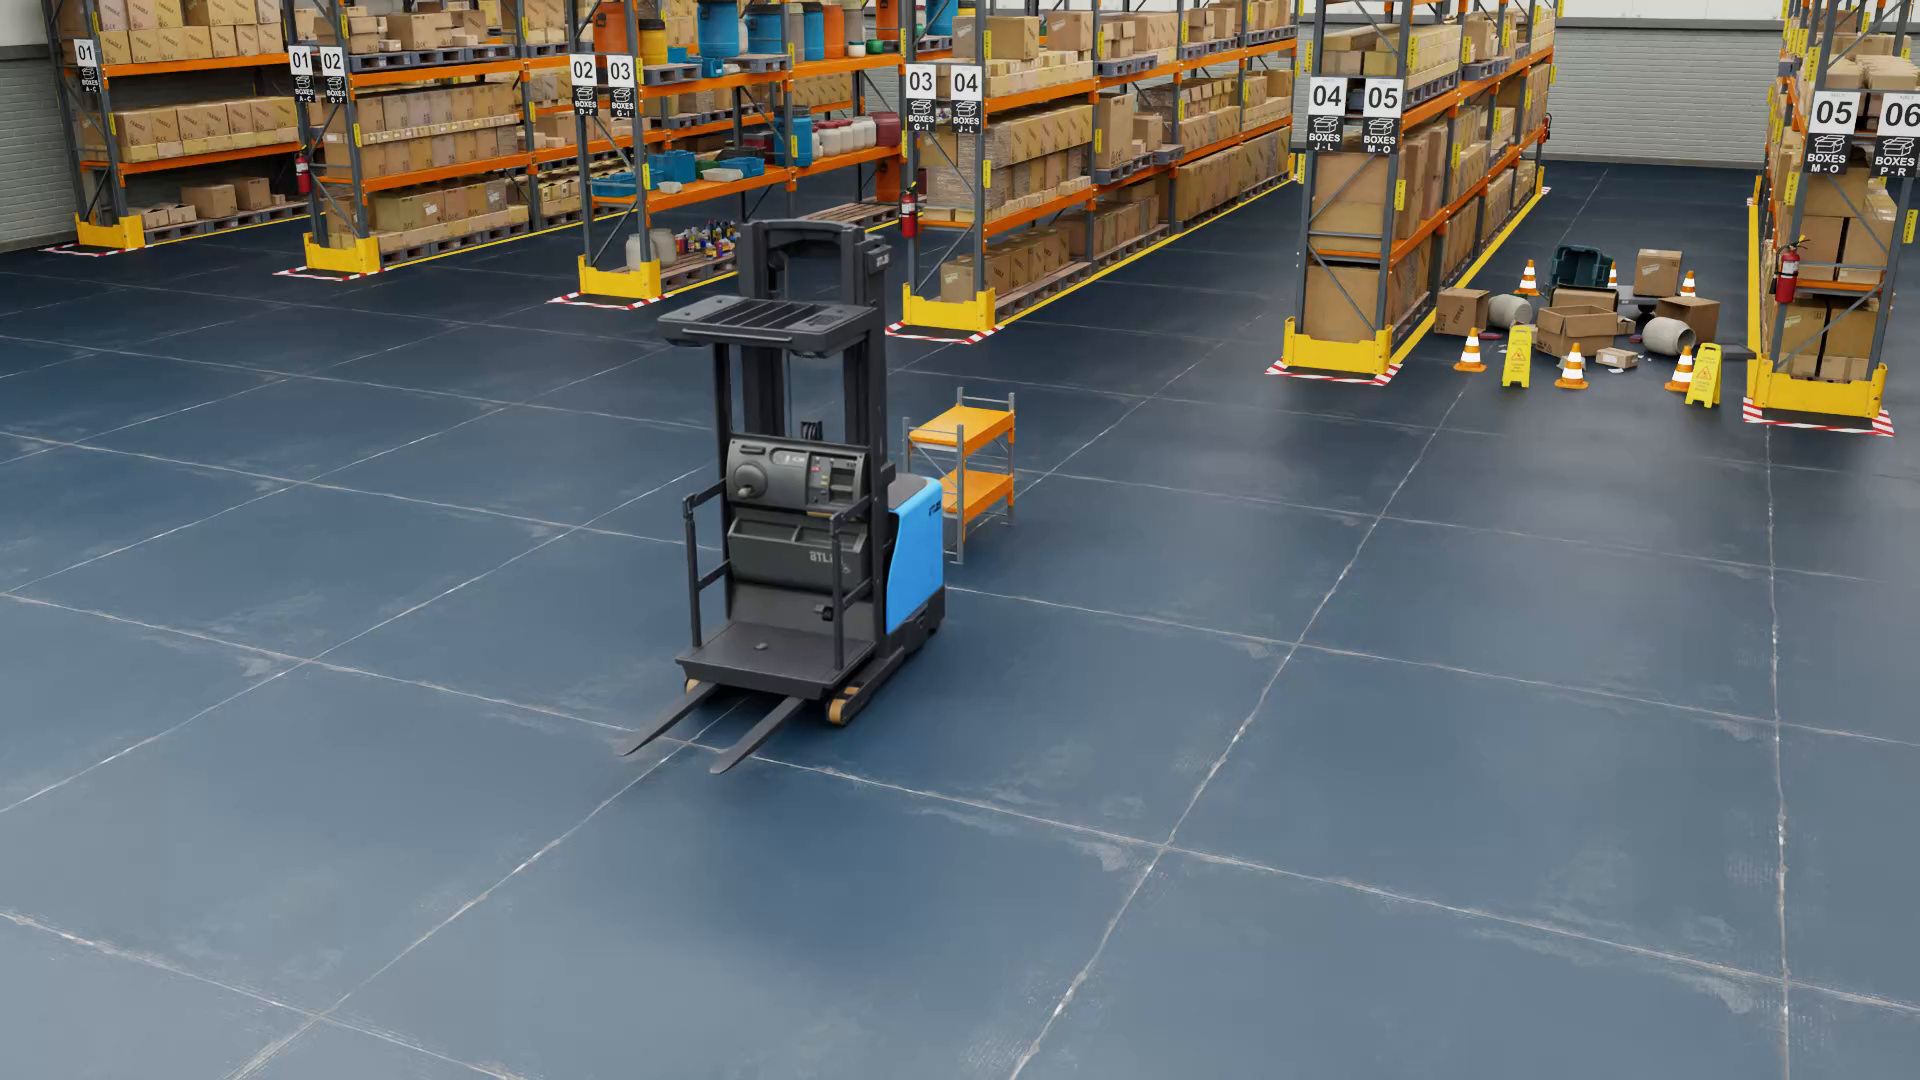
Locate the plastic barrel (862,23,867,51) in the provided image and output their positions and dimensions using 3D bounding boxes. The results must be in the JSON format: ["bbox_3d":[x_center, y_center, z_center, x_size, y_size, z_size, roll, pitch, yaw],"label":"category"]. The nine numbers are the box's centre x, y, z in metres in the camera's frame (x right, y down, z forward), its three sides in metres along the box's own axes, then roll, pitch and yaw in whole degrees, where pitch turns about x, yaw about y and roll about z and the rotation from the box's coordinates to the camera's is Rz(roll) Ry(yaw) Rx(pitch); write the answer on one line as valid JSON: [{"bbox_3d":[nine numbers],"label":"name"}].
[{"bbox_3d":[-1.823,-8.659,28.696,0.421,0.512,0.421,0,20,0],"label":"plastic barrel"}]

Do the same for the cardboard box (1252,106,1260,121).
[{"bbox_3d":[5.380,-8.117,31.597,0.500,0.250,0.500,8,21,22],"label":"cardboard box"}]

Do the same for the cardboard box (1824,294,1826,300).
[{"bbox_3d":[9.882,-2.545,18.506,0.500,0.500,0.500,9,21,24],"label":"cardboard box"}]

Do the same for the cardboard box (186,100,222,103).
[{"bbox_3d":[-12.900,-7.250,28.453,0.500,0.500,0.500,9,22,24],"label":"cardboard box"}]

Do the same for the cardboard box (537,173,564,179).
[{"bbox_3d":[-7.253,-6.345,29.475,0.500,0.311,0.500,8,21,23],"label":"cardboard box"}]

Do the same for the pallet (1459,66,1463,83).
[{"bbox_3d":[6.279,-6.242,22.352,0.805,0.209,1.217,8,21,21],"label":"pallet"}]

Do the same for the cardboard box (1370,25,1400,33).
[{"bbox_3d":[5.282,-6.327,20.716,0.380,0.149,0.250,8,21,22],"label":"cardboard box"}]

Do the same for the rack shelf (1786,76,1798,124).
[{"bbox_3d":[11.325,-5.669,21.530,1.077,0.370,4.000,9,21,23],"label":"rack shelf"}]

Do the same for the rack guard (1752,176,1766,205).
[{"bbox_3d":[15.429,-6.481,30.947,1.175,0.500,0.348,9,21,23],"label":"rack guard"}]

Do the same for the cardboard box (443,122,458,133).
[{"bbox_3d":[-8.115,-6.474,26.080,0.380,0.149,0.250,9,22,24],"label":"cardboard box"}]

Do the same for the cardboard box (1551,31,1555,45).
[{"bbox_3d":[10.917,-9.467,31.360,0.500,0.250,0.500,8,21,22],"label":"cardboard box"}]

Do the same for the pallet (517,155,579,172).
[{"bbox_3d":[-9.064,-8.268,36.401,1.003,0.211,1.213,9,21,23],"label":"pallet"}]

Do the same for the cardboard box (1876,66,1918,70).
[{"bbox_3d":[9.813,-4.883,17.431,0.380,0.149,0.250,9,22,24],"label":"cardboard box"}]

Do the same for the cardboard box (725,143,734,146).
[{"bbox_3d":[-4.924,-7.900,34.279,0.500,0.500,0.500,9,21,23],"label":"cardboard box"}]

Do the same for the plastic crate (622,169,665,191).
[{"bbox_3d":[-4.489,-5.122,23.616,0.499,0.251,0.408,9,21,23],"label":"plastic crate"}]

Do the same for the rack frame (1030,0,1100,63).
[{"bbox_3d":[1.465,-8.170,23.011,1.000,3.000,0.127,9,21,23],"label":"rack frame"}]

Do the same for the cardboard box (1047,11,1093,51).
[{"bbox_3d":[1.513,-7.007,22.878,0.500,0.500,0.500,8,21,21],"label":"cardboard box"}]

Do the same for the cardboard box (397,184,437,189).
[{"bbox_3d":[-8.659,-5.402,26.538,0.500,0.500,0.500,9,21,23],"label":"cardboard box"}]

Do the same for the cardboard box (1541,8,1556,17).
[{"bbox_3d":[10.994,-9.924,31.304,0.380,0.149,0.250,8,21,22],"label":"cardboard box"}]

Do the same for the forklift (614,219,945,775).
[{"bbox_3d":[-1.105,-0.394,10.201,1.130,2.935,3.031,7,21,20],"label":"forklift"}]

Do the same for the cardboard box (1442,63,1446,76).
[{"bbox_3d":[5.675,-5.706,20.159,0.380,0.149,0.250,9,21,24],"label":"cardboard box"}]

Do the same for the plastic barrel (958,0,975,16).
[{"bbox_3d":[0.033,-9.861,31.337,0.600,0.588,0.600,0,20,0],"label":"plastic barrel"}]

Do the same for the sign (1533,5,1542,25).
[{"bbox_3d":[9.732,-8.845,28.026,0.100,0.325,0.005,9,21,23],"label":"sign"}]

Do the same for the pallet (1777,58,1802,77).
[{"bbox_3d":[12.359,-6.735,23.734,1.213,0.211,1.003,10,22,25],"label":"pallet"}]

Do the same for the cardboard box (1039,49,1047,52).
[{"bbox_3d":[1.003,-6.726,23.057,0.380,0.149,0.250,7,21,20],"label":"cardboard box"}]

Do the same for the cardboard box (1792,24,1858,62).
[{"bbox_3d":[12.160,-7.002,23.423,0.797,0.503,0.637,7,21,19],"label":"cardboard box"}]

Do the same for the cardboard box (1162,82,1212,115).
[{"bbox_3d":[3.955,-7.712,29.030,0.797,0.503,0.637,9,22,24],"label":"cardboard box"}]

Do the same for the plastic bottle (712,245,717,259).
[{"bbox_3d":[-3.623,-4.232,24.412,0.097,0.201,0.097,0,20,0],"label":"plastic bottle"}]

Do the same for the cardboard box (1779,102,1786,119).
[{"bbox_3d":[12.742,-6.381,25.293,0.500,0.500,0.500,8,21,22],"label":"cardboard box"}]

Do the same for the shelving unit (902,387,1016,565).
[{"bbox_3d":[0.003,-0.532,13.286,0.538,1.125,1.048,9,21,23],"label":"shelving unit"}]

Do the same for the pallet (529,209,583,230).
[{"bbox_3d":[-7.305,-5.620,28.957,1.003,0.211,1.213,9,21,23],"label":"pallet"}]

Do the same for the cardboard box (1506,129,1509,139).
[{"bbox_3d":[9.032,-6.853,28.010,0.380,0.149,0.250,8,21,23],"label":"cardboard box"}]

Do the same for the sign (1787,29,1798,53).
[{"bbox_3d":[11.641,-6.979,23.250,0.100,0.325,0.005,9,21,23],"label":"sign"}]

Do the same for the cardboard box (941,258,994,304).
[{"bbox_3d":[0.098,-3.329,21.457,0.500,0.500,0.500,13,23,33],"label":"cardboard box"}]

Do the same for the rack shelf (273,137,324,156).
[{"bbox_3d":[-11.273,-7.655,31.589,1.077,0.370,4.000,9,21,23],"label":"rack shelf"}]

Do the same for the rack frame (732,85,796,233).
[{"bbox_3d":[-3.054,-6.023,25.927,1.000,3.000,0.127,9,21,23],"label":"rack frame"}]

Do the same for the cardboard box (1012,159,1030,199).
[{"bbox_3d":[0.416,-4.788,21.863,0.875,0.500,0.500,9,21,23],"label":"cardboard box"}]

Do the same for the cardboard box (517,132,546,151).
[{"bbox_3d":[-7.410,-6.789,28.307,0.500,0.250,0.500,10,22,26],"label":"cardboard box"}]

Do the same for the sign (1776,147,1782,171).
[{"bbox_3d":[9.998,-4.604,20.210,0.100,0.325,0.005,9,21,23],"label":"sign"}]

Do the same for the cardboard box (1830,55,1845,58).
[{"bbox_3d":[9.999,-5.519,19.219,0.380,0.149,0.250,9,22,24],"label":"cardboard box"}]

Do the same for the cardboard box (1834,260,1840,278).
[{"bbox_3d":[9.286,-2.797,17.232,0.380,0.149,0.250,9,21,24],"label":"cardboard box"}]

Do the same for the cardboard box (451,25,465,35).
[{"bbox_3d":[-8.240,-8.056,26.465,0.500,0.311,0.500,7,21,20],"label":"cardboard box"}]

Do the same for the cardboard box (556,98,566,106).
[{"bbox_3d":[-8.778,-9.496,36.039,0.380,0.149,0.250,9,21,24],"label":"cardboard box"}]

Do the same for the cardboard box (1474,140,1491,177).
[{"bbox_3d":[7.647,-5.727,24.947,0.500,0.500,0.500,9,21,23],"label":"cardboard box"}]

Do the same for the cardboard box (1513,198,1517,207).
[{"bbox_3d":[9.666,-5.999,29.489,0.380,0.149,0.250,8,21,20],"label":"cardboard box"}]

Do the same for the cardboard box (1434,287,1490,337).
[{"bbox_3d":[6.249,-2.840,20.704,0.500,0.500,0.500,13,23,32],"label":"cardboard box"}]

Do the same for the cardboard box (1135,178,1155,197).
[{"bbox_3d":[2.856,-5.740,27.087,0.500,0.250,0.500,10,22,25],"label":"cardboard box"}]

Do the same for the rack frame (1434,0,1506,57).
[{"bbox_3d":[7.586,-8.681,24.449,1.000,3.000,0.127,9,21,23],"label":"rack frame"}]

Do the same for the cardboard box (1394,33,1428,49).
[{"bbox_3d":[5.049,-5.615,18.713,0.380,0.149,0.250,9,21,23],"label":"cardboard box"}]

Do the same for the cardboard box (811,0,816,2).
[{"bbox_3d":[-3.532,-11.695,35.760,0.700,0.500,0.500,9,21,23],"label":"cardboard box"}]

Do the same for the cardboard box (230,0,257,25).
[{"bbox_3d":[-12.266,-8.963,28.047,0.500,0.500,0.500,10,22,26],"label":"cardboard box"}]

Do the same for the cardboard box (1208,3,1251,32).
[{"bbox_3d":[5.006,-9.742,30.982,0.700,0.500,0.500,7,21,20],"label":"cardboard box"}]

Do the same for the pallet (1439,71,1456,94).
[{"bbox_3d":[5.604,-5.755,20.829,1.003,0.211,1.213,9,21,23],"label":"pallet"}]

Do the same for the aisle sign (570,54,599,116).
[{"bbox_3d":[-4.993,-6.044,22.106,0.394,0.787,0.004,9,21,23],"label":"aisle sign"}]
